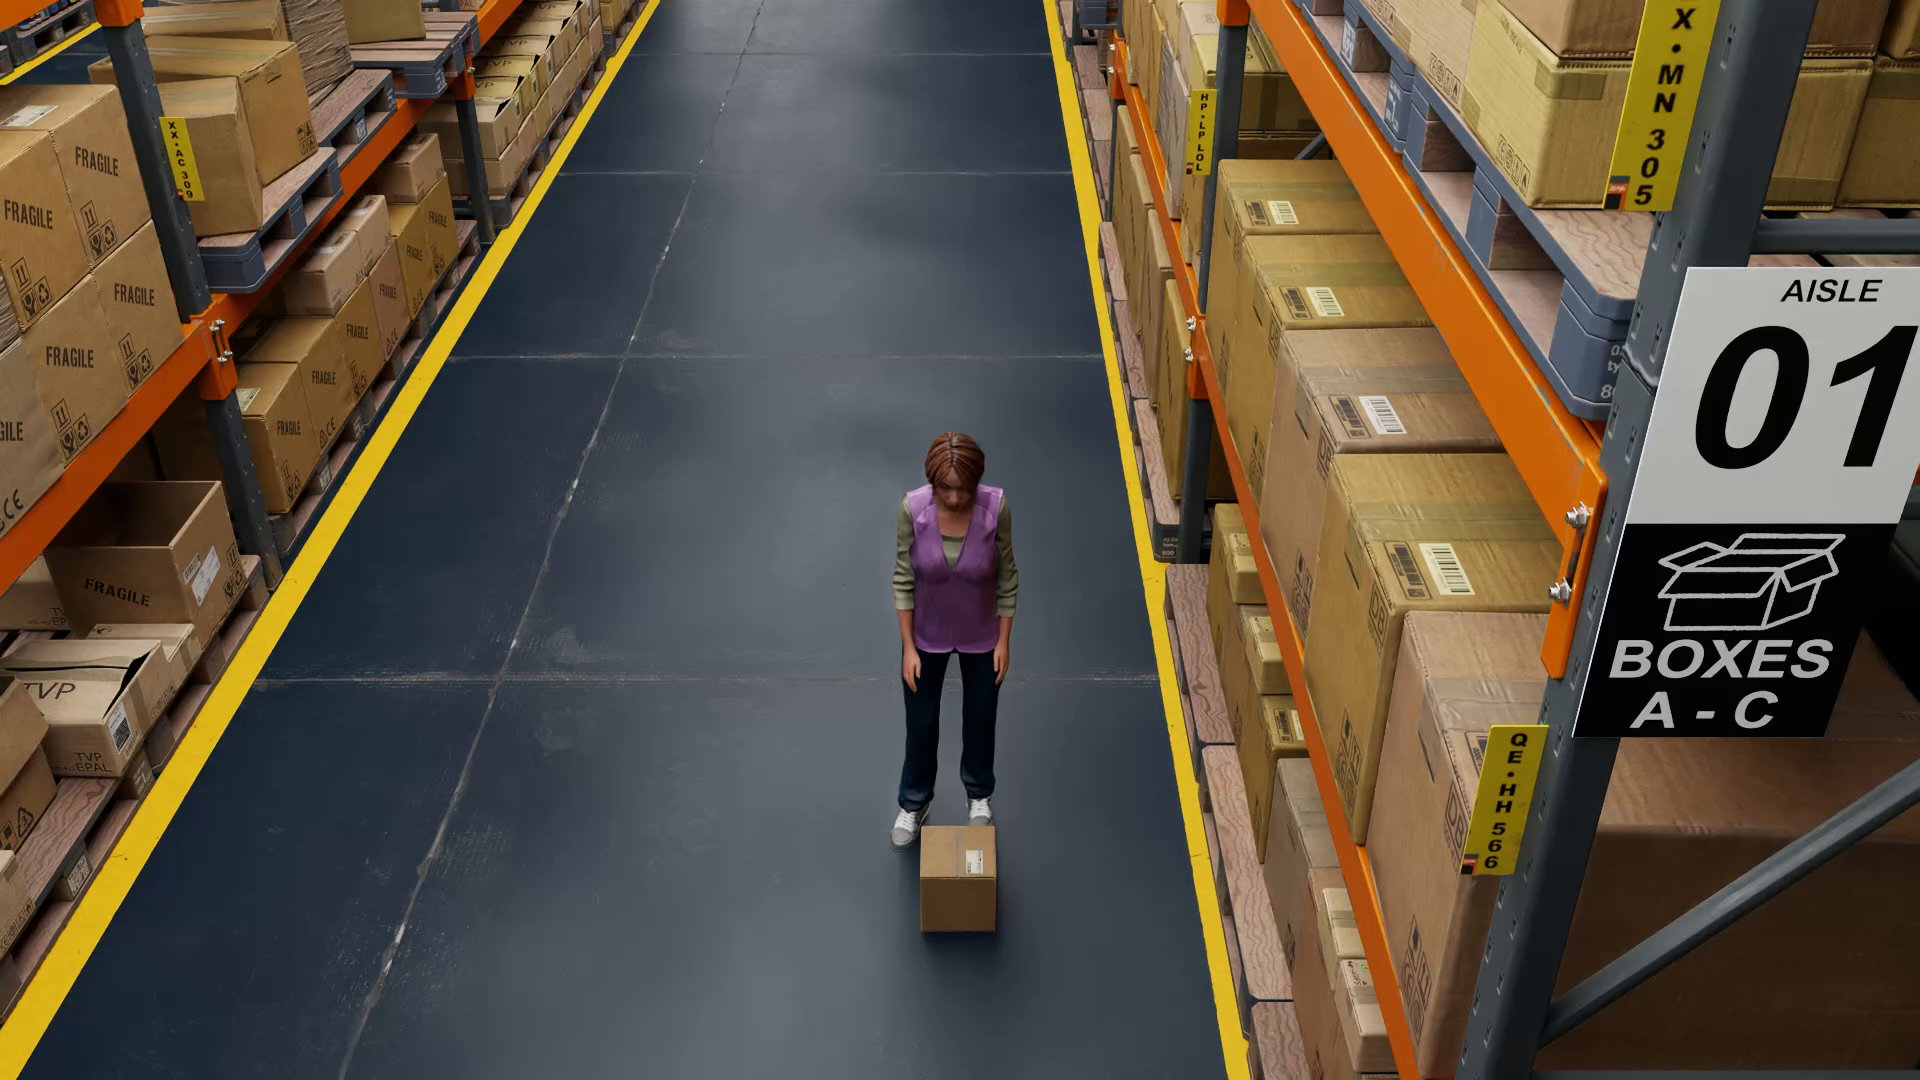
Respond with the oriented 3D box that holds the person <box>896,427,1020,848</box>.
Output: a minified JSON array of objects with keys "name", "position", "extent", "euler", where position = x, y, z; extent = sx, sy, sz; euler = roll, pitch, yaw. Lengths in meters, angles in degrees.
[{"name":"person","position":[-0.015,0.337,5.615],"extent":[0.425,1.615,0.321],"euler":[0,32,0]}]
